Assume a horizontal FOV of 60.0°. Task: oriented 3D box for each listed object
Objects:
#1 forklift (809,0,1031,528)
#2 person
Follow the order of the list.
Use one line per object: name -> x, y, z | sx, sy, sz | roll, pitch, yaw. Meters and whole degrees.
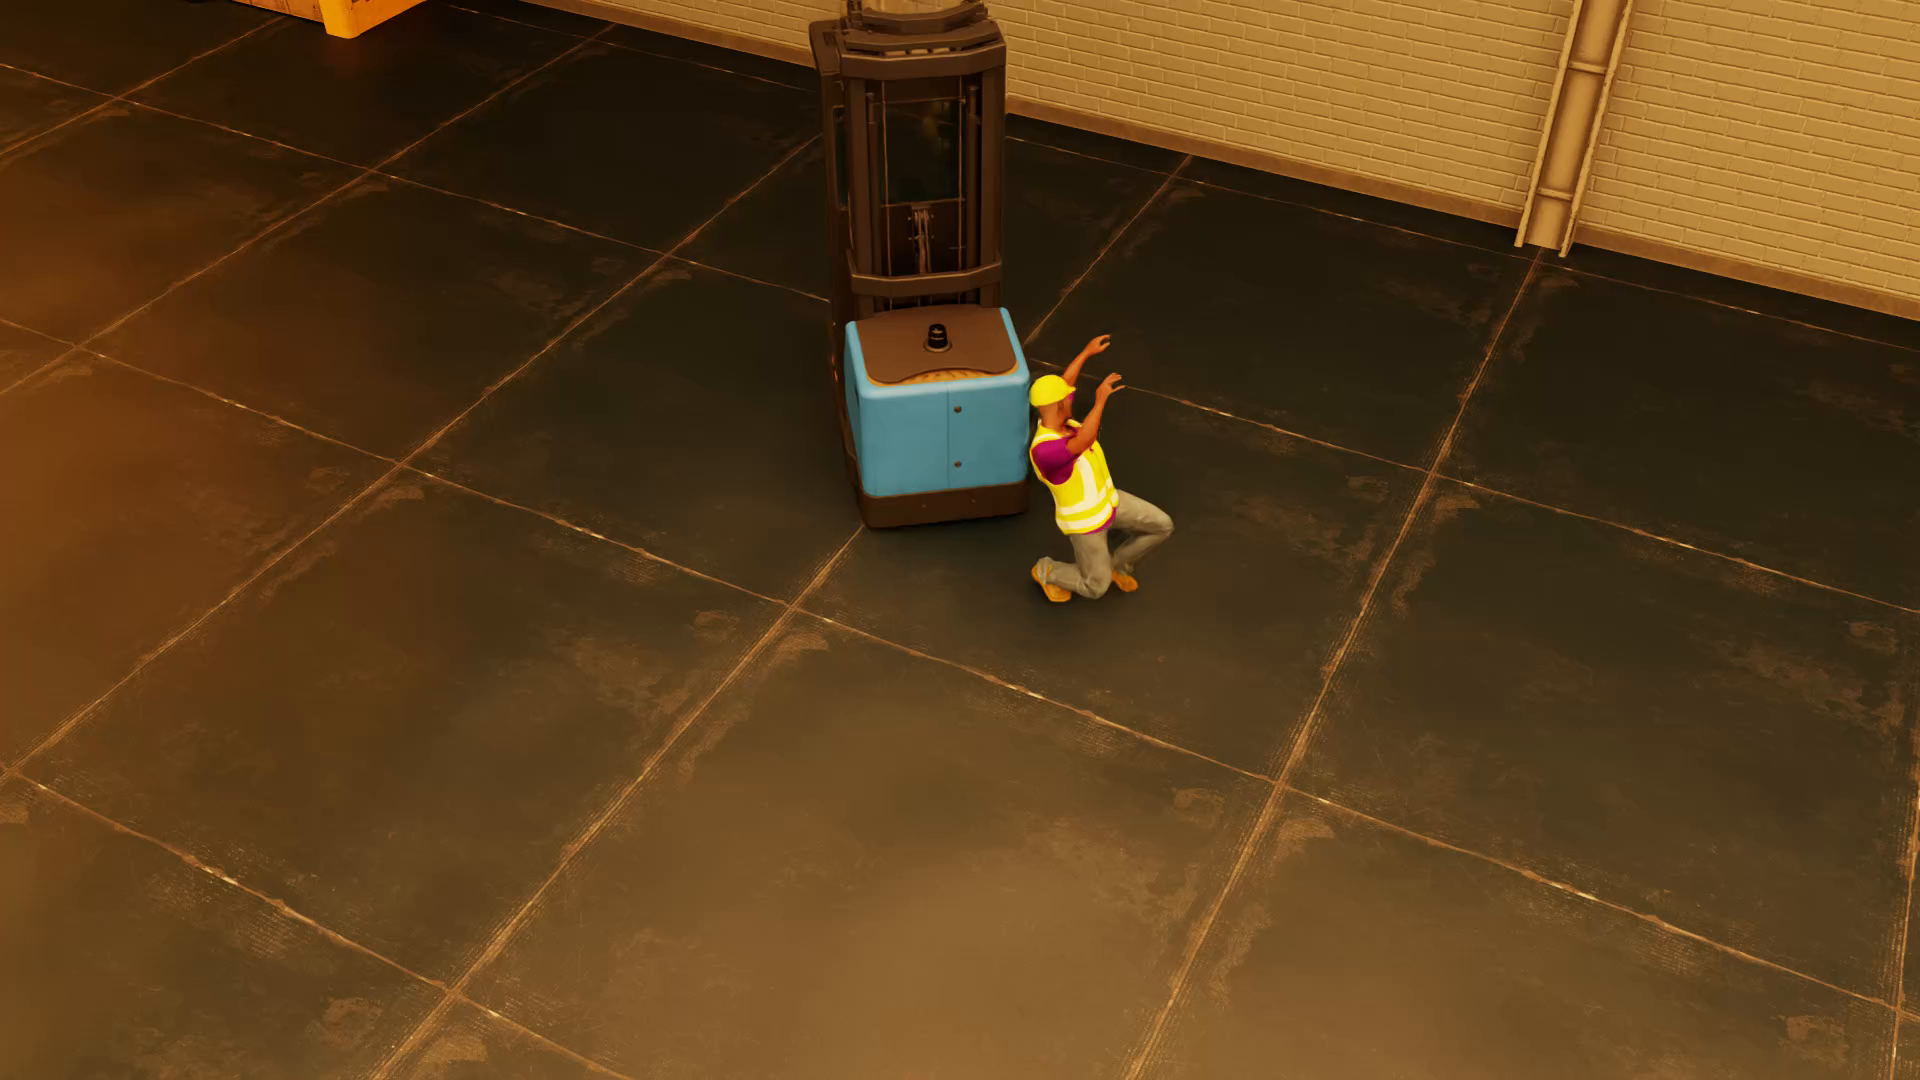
forklift -> -0.317, -2.146, 10.535 | 1.130, 2.935, 3.031 | -6, 40, -7
person -> 0.857, -0.402, 9.511 | 0.843, 1.636, 1.153 | 16, 43, 18
